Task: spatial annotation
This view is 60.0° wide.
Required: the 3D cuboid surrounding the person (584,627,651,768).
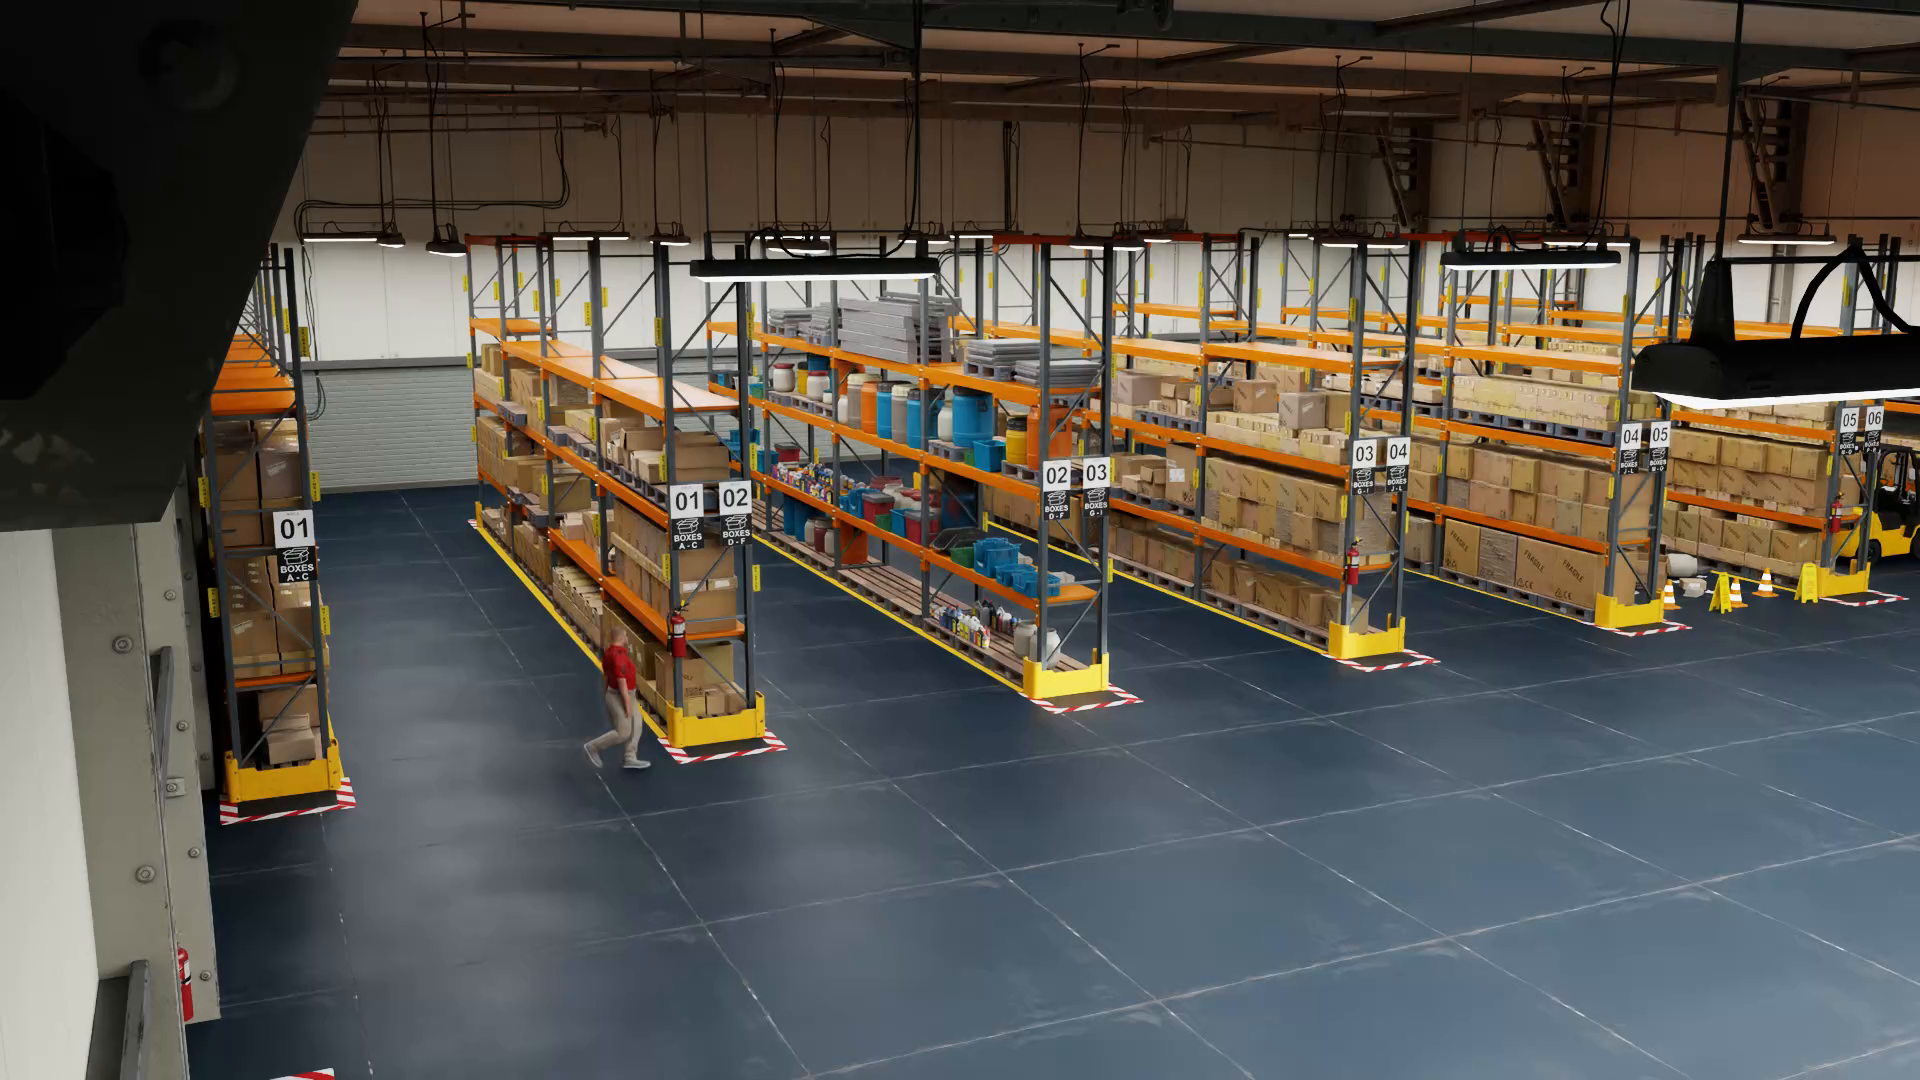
[{"bbox_3d":[-3.972,1.829,19.164,0.720,1.689,0.502,1,11,5],"label":"person"}]
